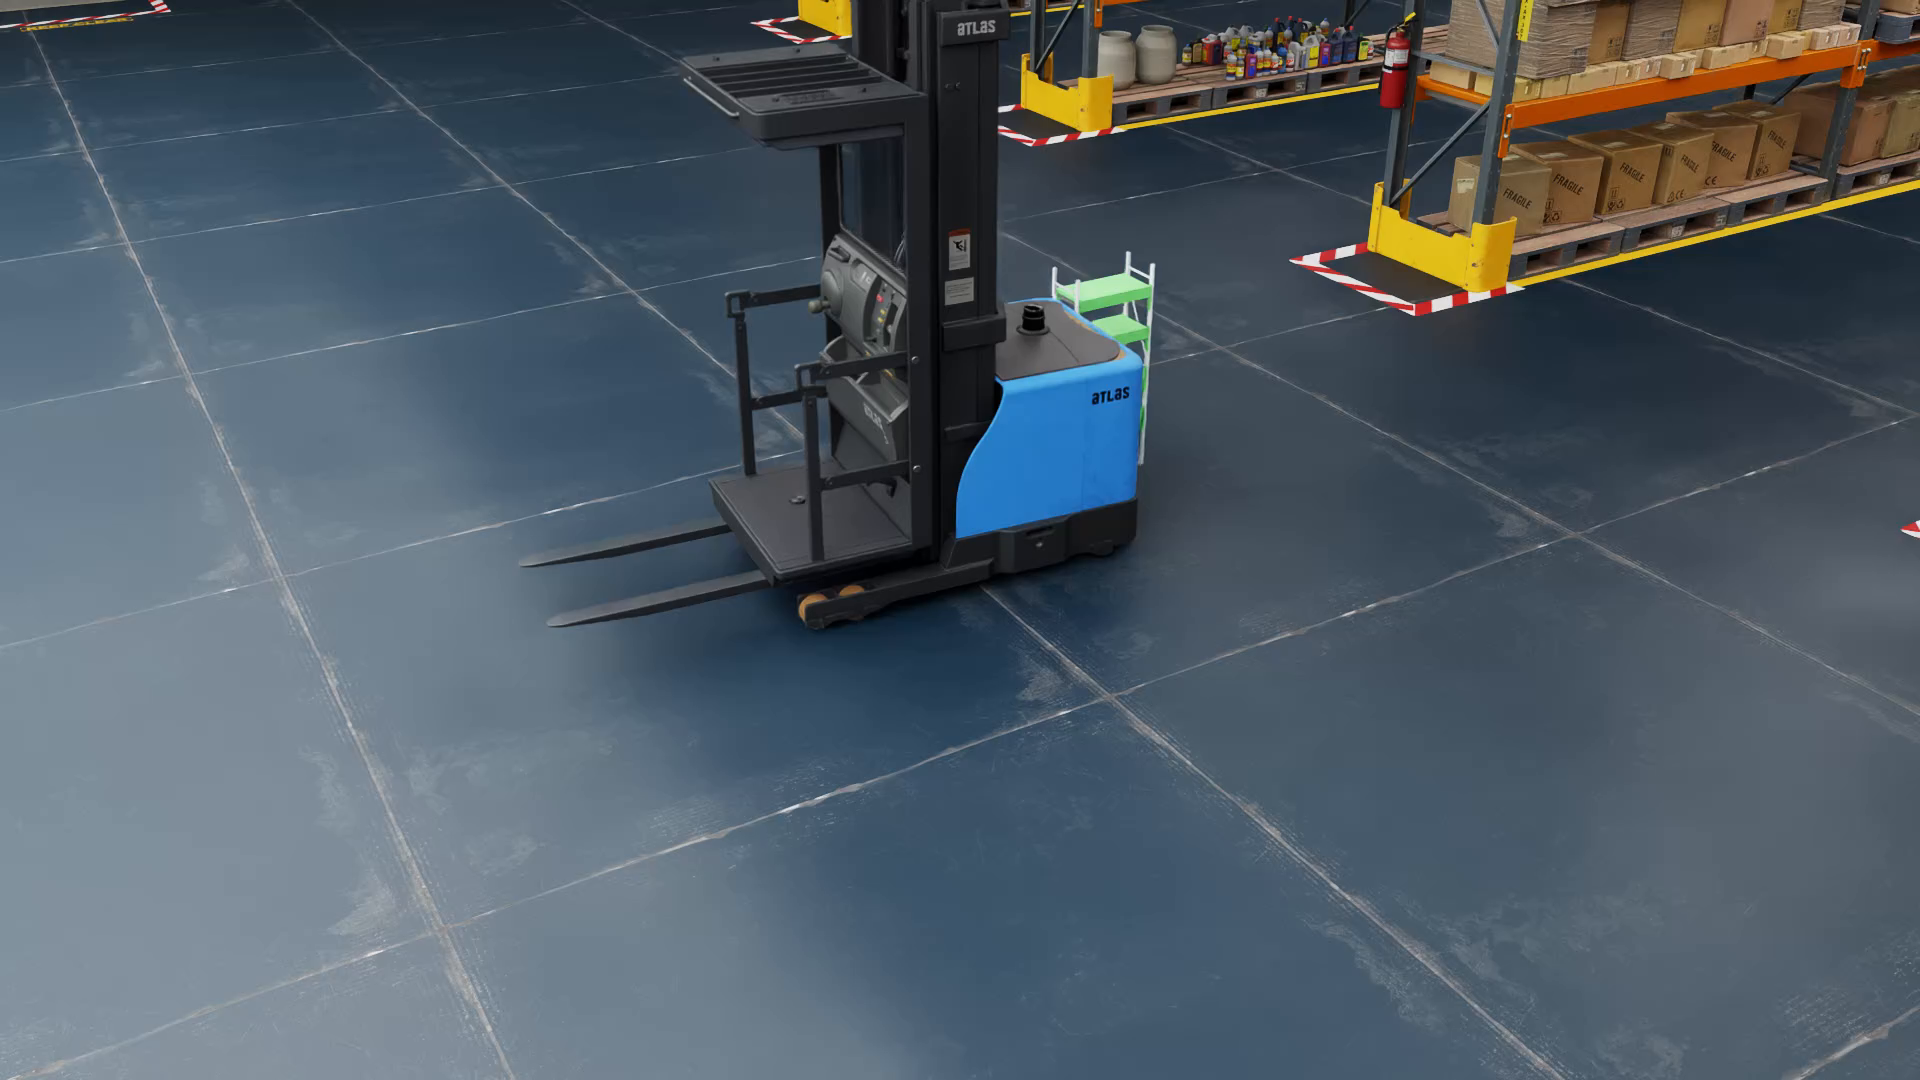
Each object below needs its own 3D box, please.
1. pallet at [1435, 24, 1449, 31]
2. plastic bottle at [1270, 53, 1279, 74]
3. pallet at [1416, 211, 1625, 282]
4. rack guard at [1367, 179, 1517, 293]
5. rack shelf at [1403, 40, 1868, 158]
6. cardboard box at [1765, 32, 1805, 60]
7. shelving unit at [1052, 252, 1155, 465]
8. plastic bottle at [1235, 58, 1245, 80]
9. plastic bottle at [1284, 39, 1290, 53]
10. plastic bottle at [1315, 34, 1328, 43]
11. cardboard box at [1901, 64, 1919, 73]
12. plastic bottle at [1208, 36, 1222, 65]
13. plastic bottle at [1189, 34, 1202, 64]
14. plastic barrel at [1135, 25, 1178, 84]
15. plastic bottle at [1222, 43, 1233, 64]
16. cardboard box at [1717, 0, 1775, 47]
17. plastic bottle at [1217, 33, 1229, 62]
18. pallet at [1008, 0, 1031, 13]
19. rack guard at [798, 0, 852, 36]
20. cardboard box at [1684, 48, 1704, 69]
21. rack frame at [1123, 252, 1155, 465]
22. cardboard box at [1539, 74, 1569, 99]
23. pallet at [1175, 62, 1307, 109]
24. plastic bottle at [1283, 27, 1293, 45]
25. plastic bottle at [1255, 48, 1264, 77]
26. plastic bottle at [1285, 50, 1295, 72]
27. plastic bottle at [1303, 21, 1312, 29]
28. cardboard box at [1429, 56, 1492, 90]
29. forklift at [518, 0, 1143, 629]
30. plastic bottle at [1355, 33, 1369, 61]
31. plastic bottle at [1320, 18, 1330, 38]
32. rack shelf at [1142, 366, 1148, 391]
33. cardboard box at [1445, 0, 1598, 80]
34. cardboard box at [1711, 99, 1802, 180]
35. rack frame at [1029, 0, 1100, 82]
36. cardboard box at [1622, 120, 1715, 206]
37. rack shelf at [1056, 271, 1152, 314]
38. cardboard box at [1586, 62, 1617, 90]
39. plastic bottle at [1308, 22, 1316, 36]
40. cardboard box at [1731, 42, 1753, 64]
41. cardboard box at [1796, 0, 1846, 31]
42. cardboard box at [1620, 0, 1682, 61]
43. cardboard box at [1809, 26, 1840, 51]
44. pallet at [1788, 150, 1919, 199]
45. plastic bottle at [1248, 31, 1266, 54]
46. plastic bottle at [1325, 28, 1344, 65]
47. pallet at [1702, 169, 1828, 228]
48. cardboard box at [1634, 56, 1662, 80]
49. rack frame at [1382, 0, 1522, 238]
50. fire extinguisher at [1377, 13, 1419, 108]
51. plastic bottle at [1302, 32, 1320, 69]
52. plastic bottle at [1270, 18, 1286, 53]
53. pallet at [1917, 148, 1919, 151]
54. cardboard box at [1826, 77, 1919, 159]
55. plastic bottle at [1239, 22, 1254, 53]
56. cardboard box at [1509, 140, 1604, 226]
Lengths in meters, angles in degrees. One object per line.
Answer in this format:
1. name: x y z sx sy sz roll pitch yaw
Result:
1. pallet: 6.144 -5.679 18.823 1.213 0.211 1.003 -16 33 -26
2. plastic bottle: 3.173 -4.826 16.831 0.097 0.201 0.097 0 29 0
3. pallet: 4.278 -2.331 12.755 1.213 0.211 1.003 -16 33 -26
4. rack guard: 3.560 -2.273 12.351 0.348 0.500 1.175 -16 33 -26
5. rack shelf: 5.219 -3.523 12.775 4.000 0.370 1.077 -16 33 -26
6. cardboard box: 6.281 -3.842 12.867 0.250 0.149 0.380 -16 33 -26
7. shelving unit: 0.774 -0.948 9.227 0.503 1.200 0.258 -16 33 -27
8. plastic bottle: 2.796 -4.719 16.637 0.097 0.201 0.097 0 29 0
9. plastic bottle: 3.384 -4.997 17.056 0.133 0.283 0.061 -16 33 -26
10. plastic bottle: 3.762 -5.122 17.291 0.135 0.276 0.152 -16 33 -26
11. cardboard box: 8.867 -3.950 14.935 0.500 0.500 0.700 -13 31 -22
12. plastic bottle: 2.632 -5.054 17.159 0.133 0.283 0.061 -16 33 -26
13. plastic bottle: 2.438 -5.084 17.214 0.133 0.283 0.061 -15 32 -25
14. plastic barrel: 1.946 -4.822 16.524 0.421 0.512 0.421 0 29 0
15. plastic bottle: 2.777 -5.049 17.234 0.097 0.201 0.097 0 29 0
16. cardboard box: 5.695 -4.145 12.746 0.500 0.500 0.875 -16 33 -26
17. plastic bottle: 2.697 -5.129 17.302 0.135 0.276 0.152 -17 33 -28
18. pallet: 0.168 -6.757 20.775 1.213 0.211 1.003 -16 33 -26
19. rack guard: -1.542 -6.376 19.786 0.348 0.500 1.175 -16 33 -26
20. cardboard box: 5.352 -3.652 12.524 0.250 0.149 0.380 -16 33 -26
21. rack frame: 0.983 -1.009 9.337 0.015 1.200 0.240 -16 33 -27
22. cardboard box: 4.086 -3.262 11.817 0.250 0.149 0.380 -16 33 -26
23. pallet: 2.781 -4.723 17.089 1.213 0.211 1.003 -16 33 -26
24. plastic bottle: 3.464 -5.279 17.579 0.097 0.271 0.097 0 29 0
25. plastic bottle: 3.002 -4.808 16.726 0.097 0.271 0.097 0 29 0
26. plastic bottle: 3.351 -4.876 16.923 0.097 0.201 0.097 0 29 0
27. plastic bottle: 3.672 -5.405 17.804 0.135 0.276 0.152 -15 32 -25
28. cardboard box: 3.636 -3.395 12.057 0.250 0.149 0.380 -16 33 -26
29. forklift: -0.641 -1.147 7.795 3.031 2.935 1.130 -13 31 -22
30. plastic bottle: 4.186 -5.139 17.314 0.133 0.283 0.061 -14 32 -24
31. plastic bottle: 3.937 -5.494 17.969 0.097 0.271 0.097 0 29 0
32. rack shelf: 0.774 -0.892 9.257 0.480 0.148 0.258 -16 33 -27
33. cardboard box: 3.983 -3.646 11.841 0.500 0.500 0.875 -16 33 -26
34. cardboard box: 6.578 -3.336 13.843 0.500 0.500 0.500 -17 33 -28
35. rack frame: 0.985 -5.412 15.452 0.127 3.000 1.000 -16 33 -26
36. cardboard box: 5.593 -3.008 13.249 0.500 0.500 0.500 -19 34 -31
37. rack shelf: 0.774 -1.313 9.025 0.480 0.148 0.258 -16 33 -27
38. cardboard box: 4.514 -3.387 12.043 0.250 0.149 0.380 -16 33 -26
39. plastic bottle: 3.727 -5.364 17.722 0.133 0.283 0.061 -16 33 -26
40. cardboard box: 5.804 -3.758 12.714 0.250 0.149 0.380 -16 33 -26
41. cardboard box: 6.524 -4.418 13.239 0.500 0.500 0.875 -16 33 -26
42. cardboard box: 4.806 -3.923 12.342 0.500 0.500 0.875 -16 33 -26
43. cardboard box: 6.686 -3.986 13.128 0.250 0.149 0.380 -16 33 -26
44. pallet: 7.614 -3.298 14.508 1.213 0.211 1.003 -16 33 -26
45. plastic bottle: 3.095 -5.161 17.361 0.135 0.276 0.152 -16 33 -26
46. plastic bottle: 3.859 -5.099 17.172 0.185 0.351 0.144 -18 33 -29
47. pallet: 6.382 -2.928 13.837 1.213 0.211 1.003 -16 33 -26
48. cardboard box: 4.935 -3.518 12.280 0.250 0.149 0.380 -16 33 -26
49. rack frame: 3.494 -3.349 11.714 0.127 3.000 1.000 -16 33 -26
50. fire extinguisher: 3.162 -3.479 12.029 0.183 0.674 0.296 -16 33 -26
51. plastic bottle: 3.581 -5.020 17.029 0.185 0.351 0.144 -16 33 -27
52. plastic bottle: 3.365 -5.353 17.632 0.185 0.351 0.144 -17 33 -28
53. pallet: 8.667 -3.599 15.053 1.213 0.211 1.003 -16 33 -26
54. cardboard box: 7.904 -3.676 14.439 0.500 0.500 0.700 -16 33 -27
55. plastic bottle: 2.998 -5.249 17.443 0.185 0.351 0.144 -16 33 -27
56. cardboard box: 4.539 -2.745 12.771 0.500 0.500 0.500 -8 30 -13
